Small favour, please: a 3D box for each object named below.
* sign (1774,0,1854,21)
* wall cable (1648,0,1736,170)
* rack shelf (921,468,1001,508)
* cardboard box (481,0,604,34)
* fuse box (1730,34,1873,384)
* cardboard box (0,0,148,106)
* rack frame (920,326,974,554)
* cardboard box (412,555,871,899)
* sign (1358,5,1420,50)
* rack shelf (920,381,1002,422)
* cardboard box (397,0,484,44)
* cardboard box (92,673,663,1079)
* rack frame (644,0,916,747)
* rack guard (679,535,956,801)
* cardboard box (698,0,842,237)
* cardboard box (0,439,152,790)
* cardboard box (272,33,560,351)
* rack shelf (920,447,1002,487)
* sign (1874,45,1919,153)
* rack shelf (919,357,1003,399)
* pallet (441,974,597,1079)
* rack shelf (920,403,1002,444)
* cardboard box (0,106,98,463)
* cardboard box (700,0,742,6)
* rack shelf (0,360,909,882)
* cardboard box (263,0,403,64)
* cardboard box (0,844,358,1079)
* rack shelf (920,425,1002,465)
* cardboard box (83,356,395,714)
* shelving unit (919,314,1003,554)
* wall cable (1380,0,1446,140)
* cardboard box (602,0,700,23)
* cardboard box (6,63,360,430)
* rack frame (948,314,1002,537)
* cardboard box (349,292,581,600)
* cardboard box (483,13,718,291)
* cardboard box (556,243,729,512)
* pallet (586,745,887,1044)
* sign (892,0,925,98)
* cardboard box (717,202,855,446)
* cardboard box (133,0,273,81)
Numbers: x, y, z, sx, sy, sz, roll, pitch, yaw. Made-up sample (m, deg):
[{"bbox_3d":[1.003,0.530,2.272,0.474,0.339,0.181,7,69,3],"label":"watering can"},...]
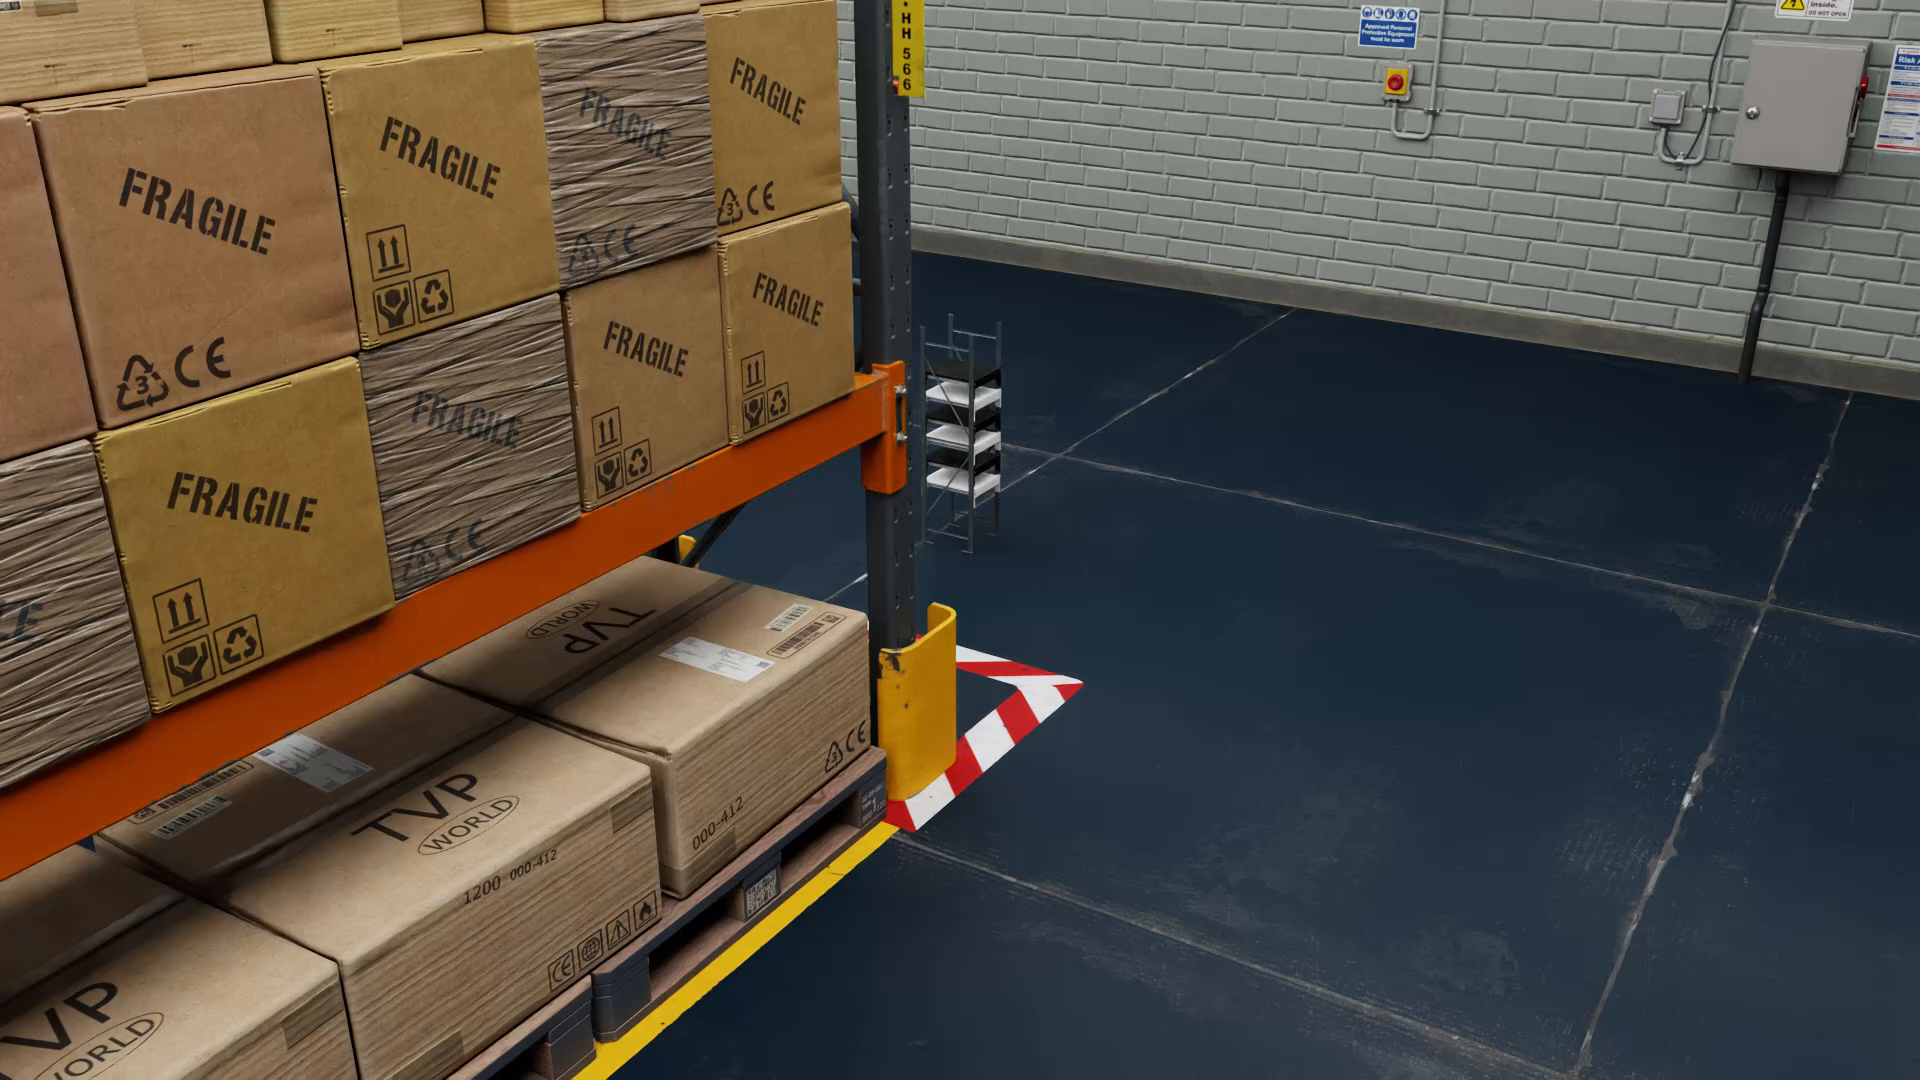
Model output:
[{"bbox_3d":[4.138,-2.640,8.033,0.339,0.242,0.001,14,27,29],"label":"sign"},{"bbox_3d":[3.579,-2.842,8.260,0.588,1.984,0.122,14,27,29],"label":"wall cable"},{"bbox_3d":[0.004,-0.220,6.662,0.258,0.077,0.200,14,27,29],"label":"rack shelf"},{"bbox_3d":[-0.952,-1.128,3.380,0.380,0.149,0.250,15,27,30],"label":"cardboard box"},{"bbox_3d":[4.075,-1.588,8.265,0.539,1.711,0.414,14,27,29],"label":"fuse box"},{"bbox_3d":[-1.490,-0.776,2.565,0.380,0.149,0.250,14,27,29],"label":"cardboard box"},{"bbox_3d":[-0.049,-0.381,6.498,0.240,0.900,0.006,14,27,29],"label":"rack frame"},{"bbox_3d":[-0.850,0.466,4.595,0.875,0.438,0.875,13,27,27],"label":"cardboard box"},{"bbox_3d":[2.359,-2.824,9.157,0.327,0.218,0.001,14,27,29],"label":"sign"},{"bbox_3d":[0.004,-0.550,6.519,0.258,0.077,0.200,14,27,29],"label":"rack shelf"},{"bbox_3d":[-1.150,-1.055,3.210,0.380,0.149,0.250,14,27,28],"label":"cardboard box"},{"bbox_3d":[-1.326,0.777,3.877,0.875,0.438,0.875,15,27,30],"label":"cardboard box"},{"bbox_3d":[-0.587,-0.761,4.732,1.000,3.000,0.127,14,27,29],"label":"rack frame"},{"bbox_3d":[-0.574,0.378,5.247,1.175,0.500,0.348,14,27,29],"label":"rack guard"},{"bbox_3d":[-0.639,-1.053,4.022,0.500,0.500,0.500,15,28,31],"label":"cardboard box"},{"bbox_3d":[-1.690,0.104,2.608,0.500,0.500,0.500,14,27,29],"label":"cardboard box"},{"bbox_3d":[-1.153,-0.704,3.217,0.500,0.500,0.500,14,27,29],"label":"cardboard box"},{"bbox_3d":[0.004,-0.303,6.627,0.258,0.077,0.200,14,27,29],"label":"rack shelf"},{"bbox_3d":[4.604,-2.102,7.950,0.329,0.494,0.001,14,27,29],"label":"sign"},{"bbox_3d":[0.004,-0.633,6.484,0.258,0.077,0.200,14,27,29],"label":"rack shelf"},{"bbox_3d":[-1.586,1.215,3.677,1.003,0.211,1.213,14,27,29],"label":"pallet"},{"bbox_3d":[0.004,-0.468,6.555,0.258,0.077,0.200,14,27,29],"label":"rack shelf"},{"bbox_3d":[-1.688,-0.365,2.434,0.500,0.500,0.500,14,27,30],"label":"cardboard box"},{"bbox_3d":[-0.719,-1.310,3.798,0.380,0.149,0.250,14,27,30],"label":"cardboard box"},{"bbox_3d":[-1.642,0.244,3.316,1.077,0.370,4.000,14,27,29],"label":"rack shelf"},{"bbox_3d":[-1.232,-0.958,2.986,0.380,0.149,0.250,15,27,30],"label":"cardboard box"},{"bbox_3d":[-1.803,1.081,3.175,0.875,0.438,0.875,13,27,27],"label":"cardboard box"},{"bbox_3d":[0.004,-0.385,6.591,0.258,0.077,0.200,14,27,29],"label":"rack shelf"},{"bbox_3d":[-1.418,-0.070,3.009,0.500,0.500,0.500,15,27,30],"label":"cardboard box"},{"bbox_3d":[0.004,-0.416,6.578,0.258,0.900,0.210,14,27,29],"label":"shelving unit"},{"bbox_3d":[2.368,-3.150,8.931,0.585,1.953,0.123,14,27,29],"label":"wall cable"},{"bbox_3d":[-0.784,-1.205,3.556,0.380,0.149,0.250,14,27,28],"label":"cardboard box"},{"bbox_3d":[-1.420,-0.535,2.826,0.500,0.500,0.500,14,27,29],"label":"cardboard box"},{"bbox_3d":[0.058,-0.450,6.657,0.240,0.900,0.006,14,27,29],"label":"rack frame"},{"bbox_3d":[-1.157,-0.247,3.418,0.500,0.500,0.500,15,27,30],"label":"cardboard box"},{"bbox_3d":[-0.890,-0.870,3.601,0.500,0.500,0.500,14,27,29],"label":"cardboard box"},{"bbox_3d":[-0.894,-0.422,3.824,0.500,0.500,0.500,13,27,28],"label":"cardboard box"},{"bbox_3d":[-0.942,0.805,4.625,1.003,0.211,1.213,14,27,29],"label":"pallet"},{"bbox_3d":[-0.133,-1.283,4.181,0.100,0.325,0.005,14,27,29],"label":"sign"},{"bbox_3d":[-0.616,-0.589,4.208,0.500,0.500,0.500,14,27,29],"label":"cardboard box"},{"bbox_3d":[-1.387,-0.873,2.791,0.380,0.149,0.250,15,27,31],"label":"cardboard box"}]
